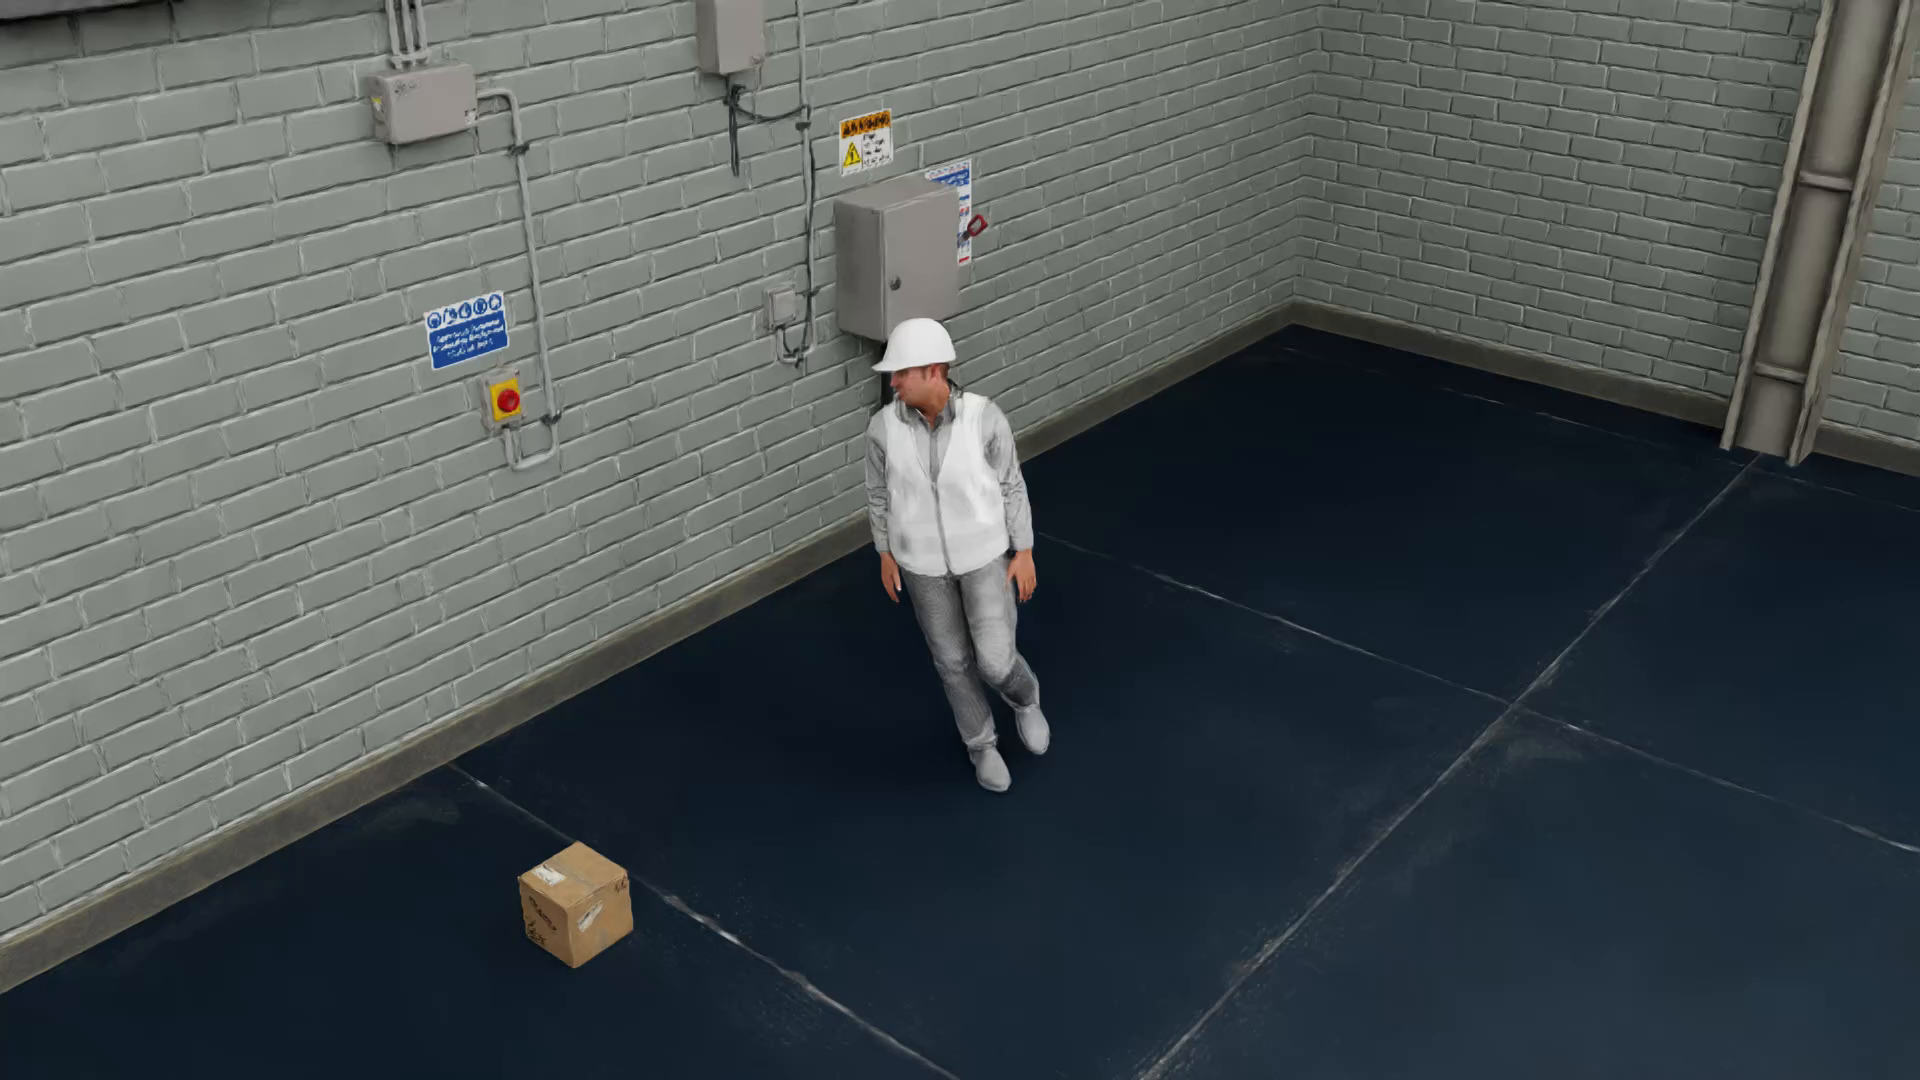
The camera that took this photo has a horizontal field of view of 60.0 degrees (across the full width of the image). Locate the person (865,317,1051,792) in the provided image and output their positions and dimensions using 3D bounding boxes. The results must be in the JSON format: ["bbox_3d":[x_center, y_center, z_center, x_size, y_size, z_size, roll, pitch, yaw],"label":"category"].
[{"bbox_3d":[-0.003,0.084,5.930,0.687,1.759,0.476,2,27,4],"label":"person"}]
